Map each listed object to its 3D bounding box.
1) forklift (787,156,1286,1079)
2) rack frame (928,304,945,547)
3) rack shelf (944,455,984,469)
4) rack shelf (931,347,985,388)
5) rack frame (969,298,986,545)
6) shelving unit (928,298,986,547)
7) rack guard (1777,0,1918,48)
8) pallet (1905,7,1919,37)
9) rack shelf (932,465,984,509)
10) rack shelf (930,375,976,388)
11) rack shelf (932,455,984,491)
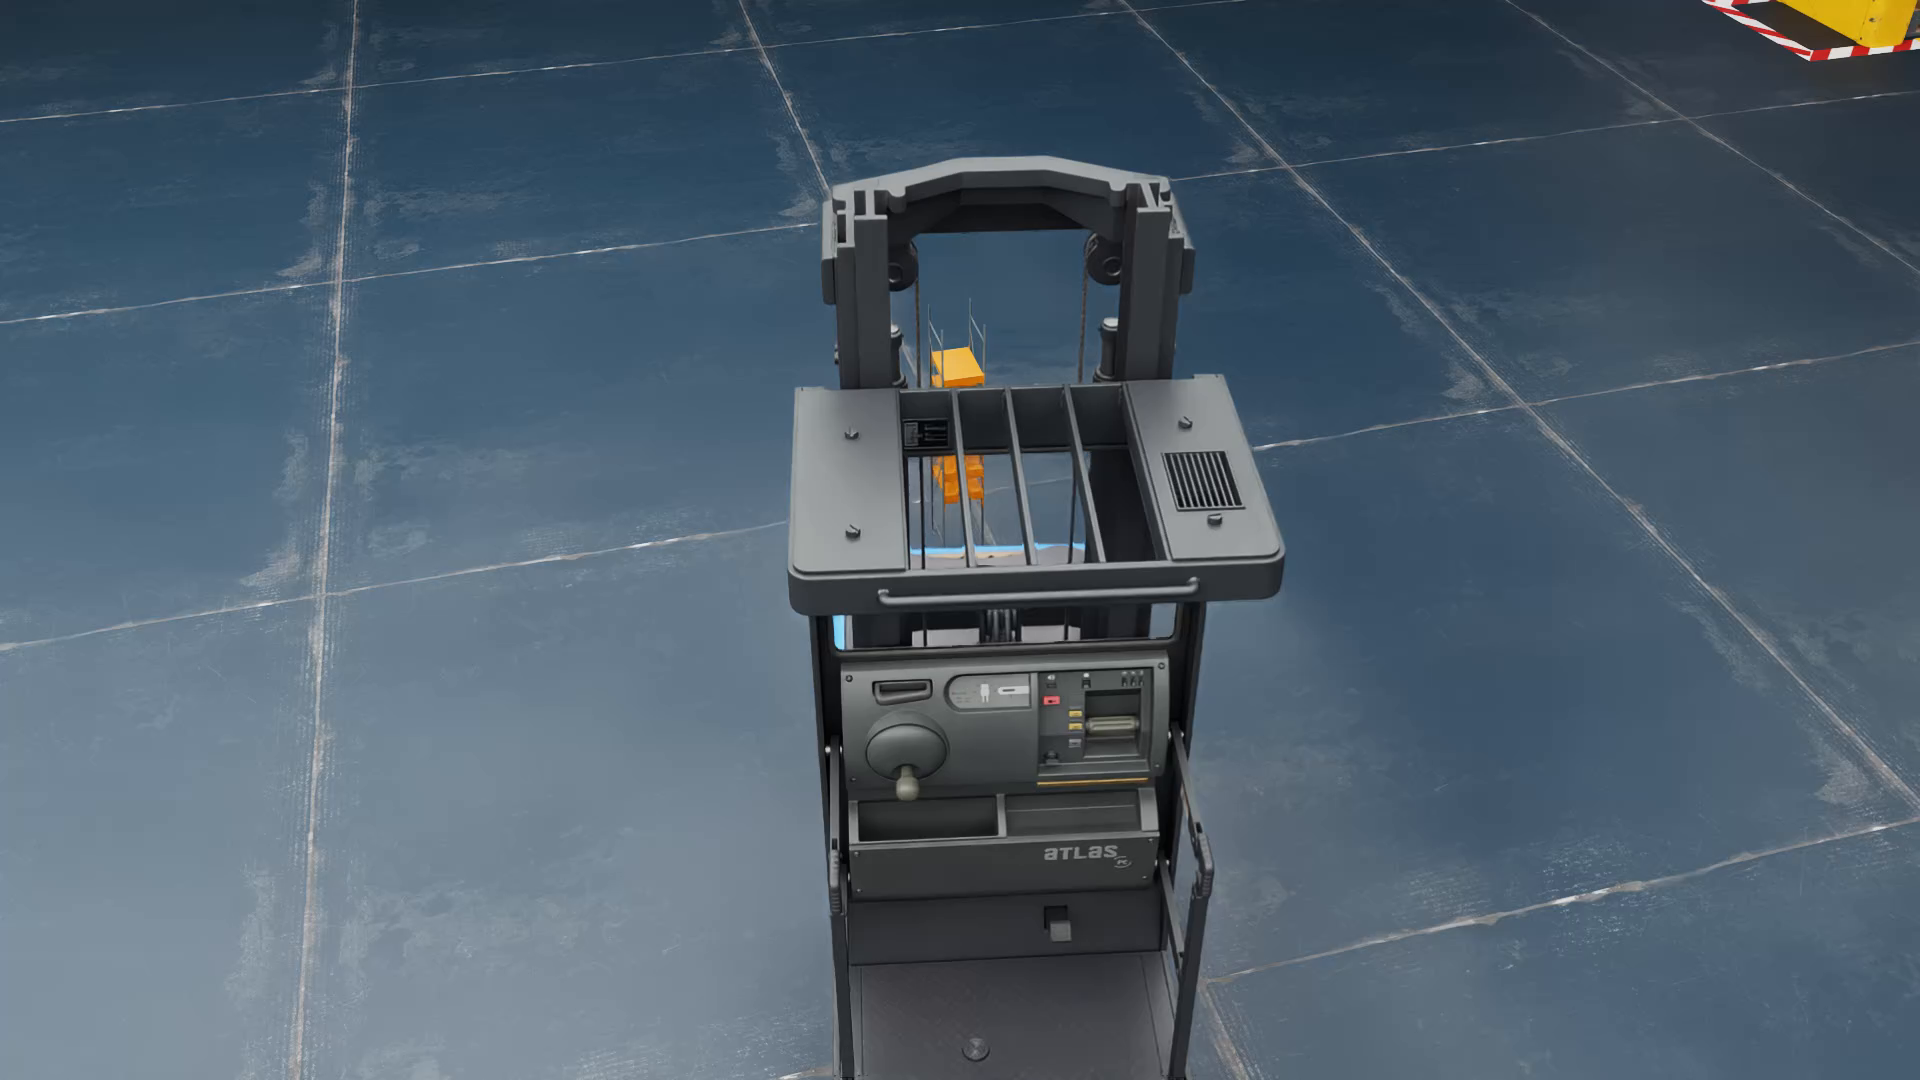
[{"bbox_3d":[0.145,0.599,4.555,1.130,2.935,3.031,-2,37,-3],"label":"forklift"},{"bbox_3d":[-0.102,-0.460,7.364,0.006,1.200,0.240,-9,38,-12],"label":"rack frame"},{"bbox_3d":[-0.014,-0.439,7.409,0.180,0.103,0.258,-9,38,-12],"label":"rack shelf"},{"bbox_3d":[-0.014,-0.725,7.191,0.180,0.103,0.258,-9,38,-12],"label":"rack shelf"},{"bbox_3d":[0.074,-0.489,7.401,0.006,1.200,0.240,-9,38,-12],"label":"rack frame"},{"bbox_3d":[-0.014,-0.474,7.382,0.189,1.200,0.258,-9,38,-12],"label":"shelving unit"},{"bbox_3d":[6.909,-4.300,12.960,0.348,0.500,1.175,-9,38,-12],"label":"rack guard"},{"bbox_3d":[7.659,-4.335,13.243,1.213,0.211,1.003,-9,38,-12],"label":"pallet"},{"bbox_3d":[-0.014,-0.248,7.555,0.180,0.103,0.258,-9,38,-12],"label":"rack shelf"},{"bbox_3d":[-0.014,-0.630,7.264,0.180,0.103,0.258,-9,38,-12],"label":"rack shelf"},{"bbox_3d":[-0.014,-0.344,7.482,0.180,0.103,0.258,-9,38,-12],"label":"rack shelf"}]
